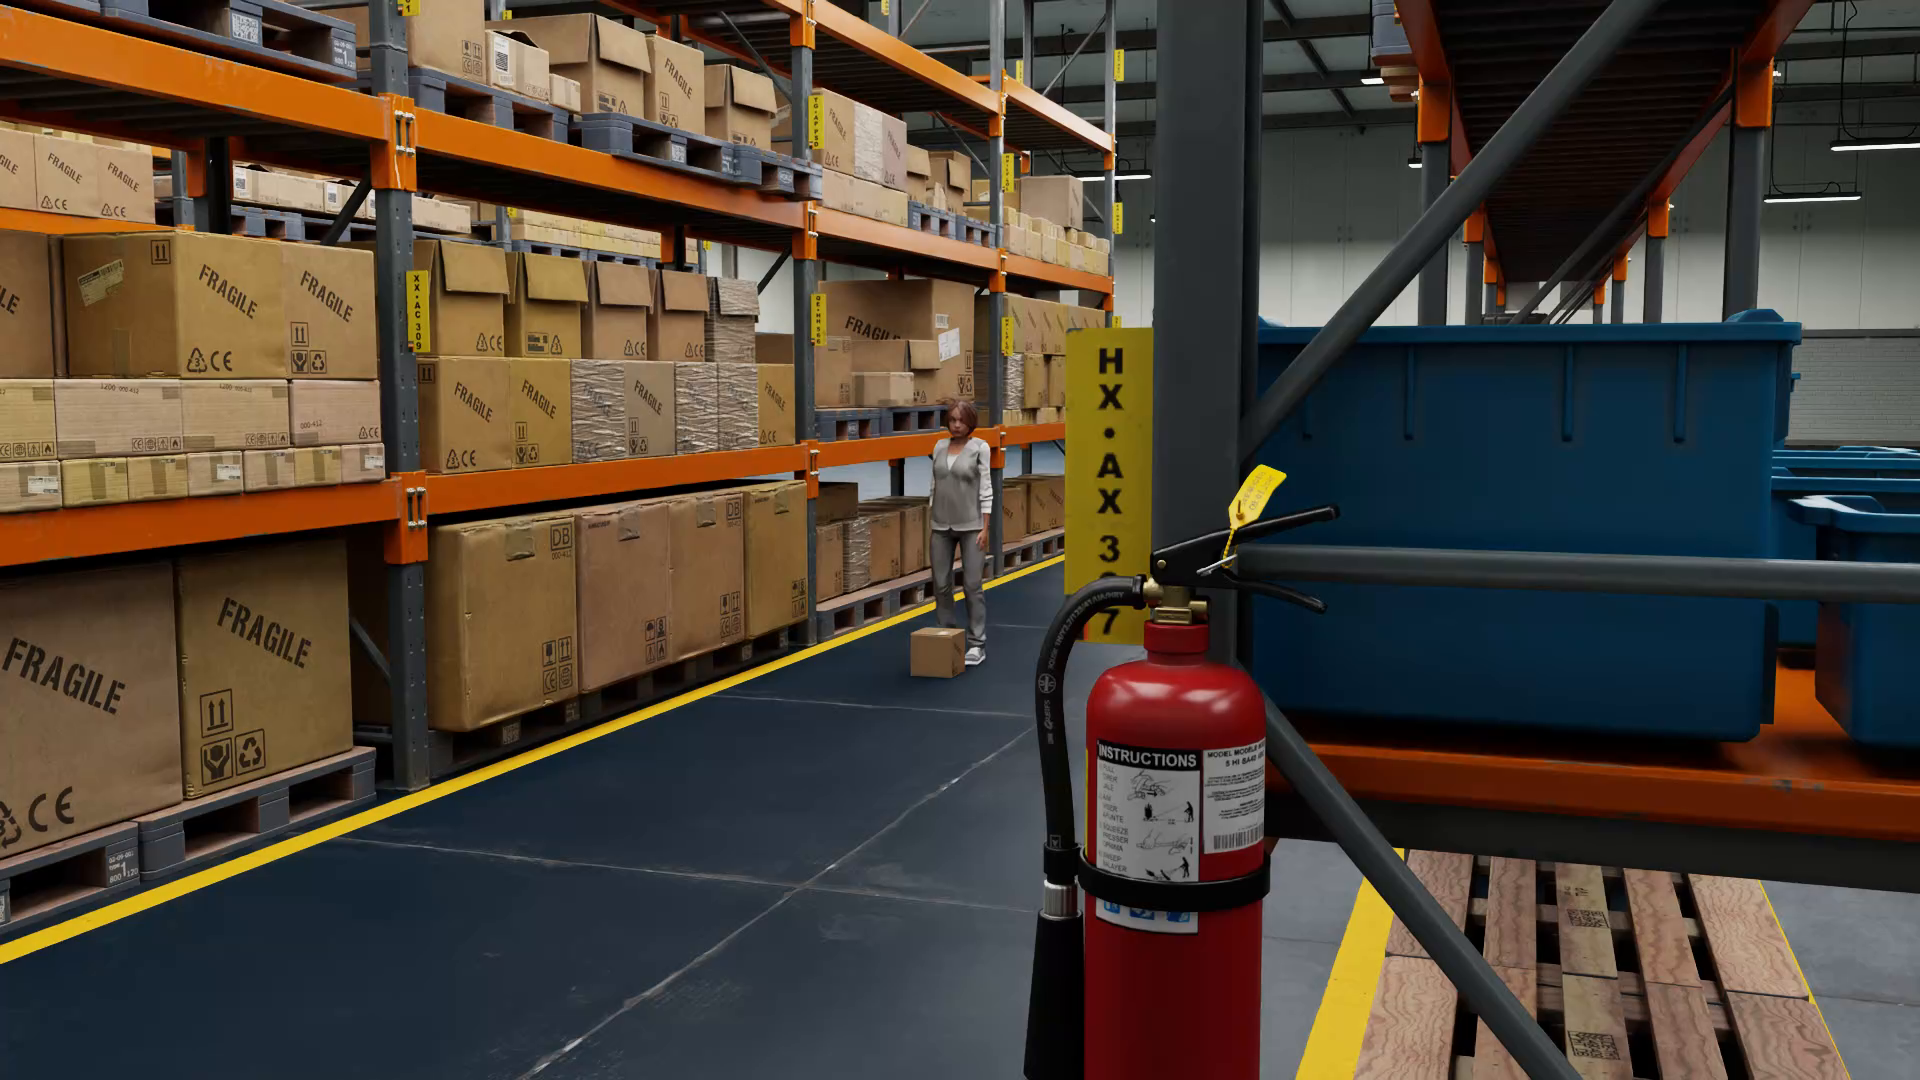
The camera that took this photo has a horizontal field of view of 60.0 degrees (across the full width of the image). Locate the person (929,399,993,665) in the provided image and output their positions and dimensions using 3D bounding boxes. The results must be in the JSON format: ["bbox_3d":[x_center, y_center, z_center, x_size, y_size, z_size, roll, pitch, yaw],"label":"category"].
[{"bbox_3d":[0.004,-0.049,10.002,0.406,1.594,0.306,2,6,20],"label":"person"}]
